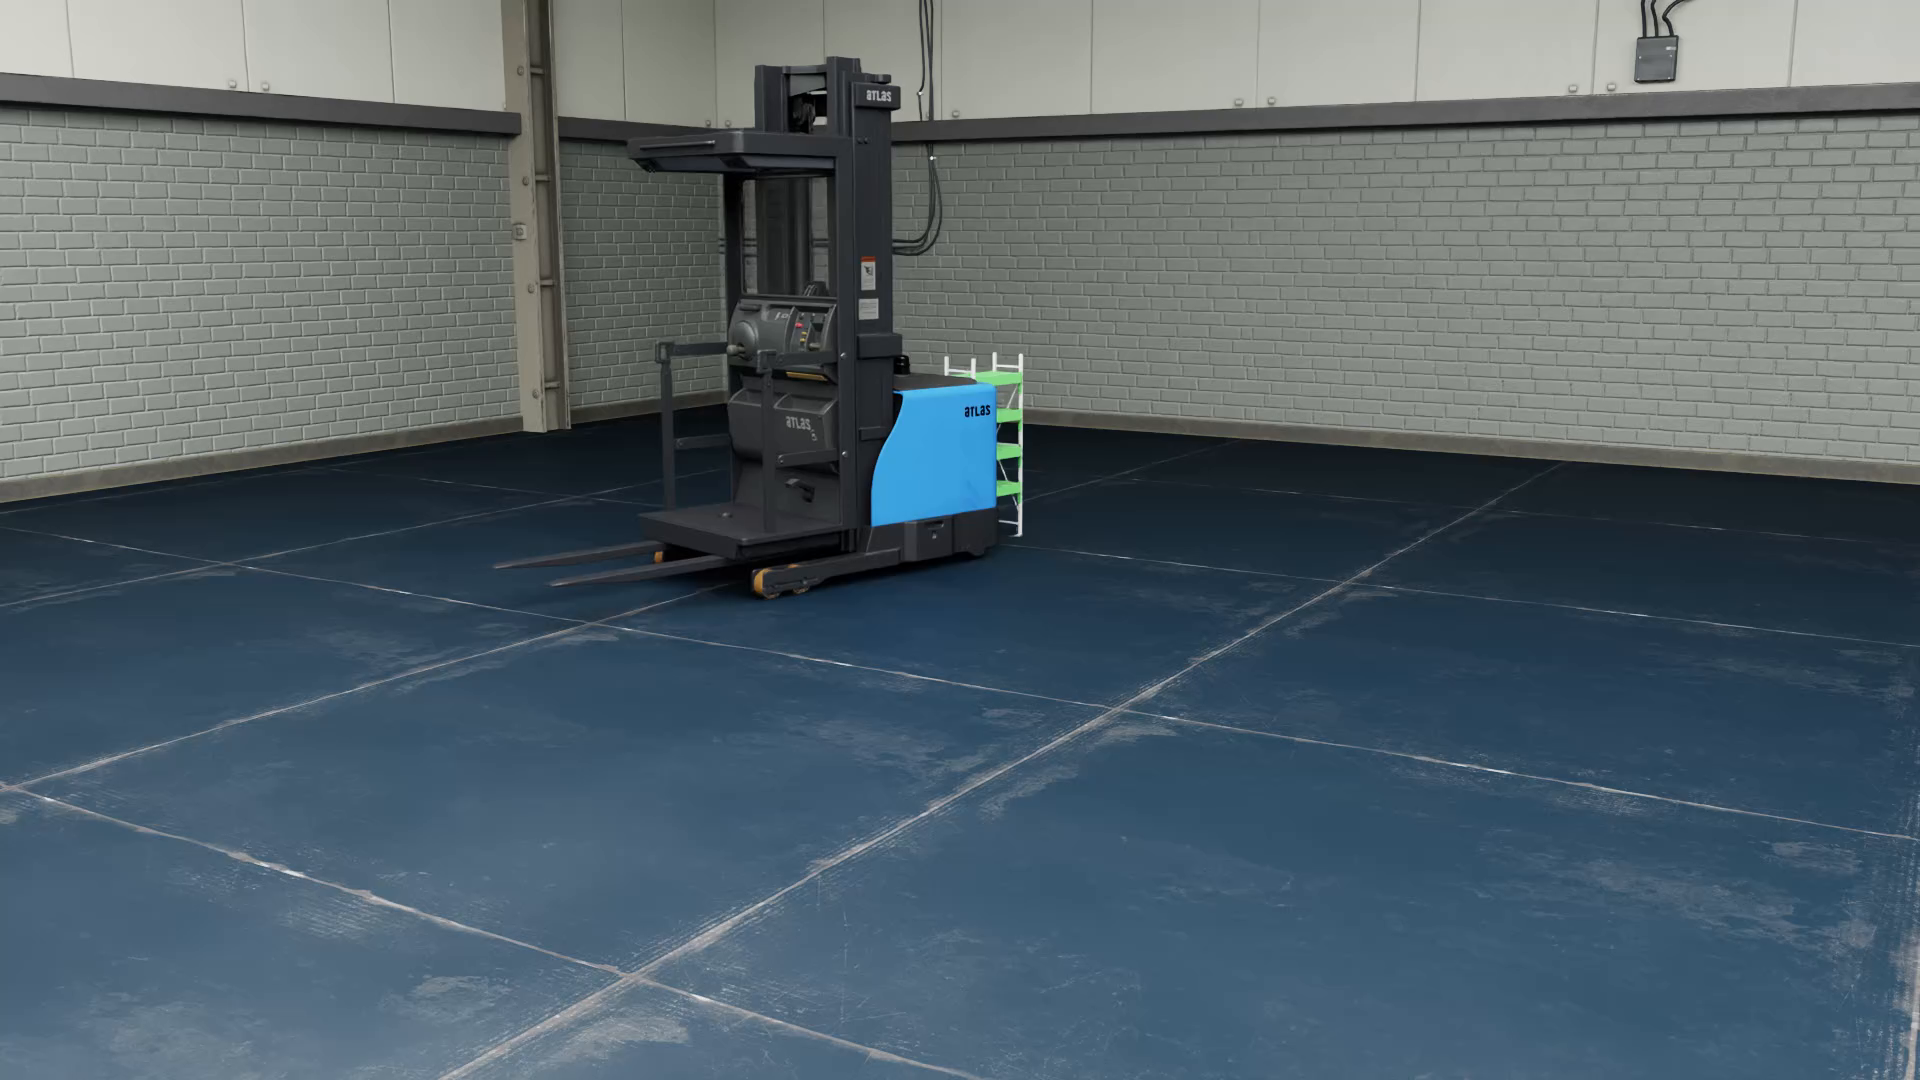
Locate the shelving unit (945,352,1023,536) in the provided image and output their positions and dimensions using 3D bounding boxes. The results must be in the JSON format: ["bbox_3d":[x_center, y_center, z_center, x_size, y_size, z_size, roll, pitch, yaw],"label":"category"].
[{"bbox_3d":[0.156,-0.594,10.783,0.258,1.200,0.503,9,14,39],"label":"shelving unit"}]

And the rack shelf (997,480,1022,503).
[{"bbox_3d":[0.156,-0.296,10.839,0.258,0.148,0.480,9,14,39],"label":"rack shelf"}]

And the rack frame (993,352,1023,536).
[{"bbox_3d":[0.313,-0.629,10.967,0.240,1.200,0.015,9,14,39],"label":"rack frame"}]

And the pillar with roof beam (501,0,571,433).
[{"bbox_3d":[-0.508,-5.130,13.815,9.100,9.000,0.400,6,12,31],"label":"pillar with roof beam"}]

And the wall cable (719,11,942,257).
[{"bbox_3d":[-1.528,-4.352,18.097,3.097,2.526,0.112,6,12,31],"label":"wall cable"}]

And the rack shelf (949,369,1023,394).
[{"bbox_3d":[0.156,-1.003,10.707,0.258,0.148,0.480,9,14,39],"label":"rack shelf"}]

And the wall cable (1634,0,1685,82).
[{"bbox_3d":[6.578,-6.640,12.641,2.305,6.003,0.169,6,12,31],"label":"wall cable"}]

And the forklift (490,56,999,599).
[{"bbox_3d":[-1.182,-1.225,9.448,3.031,2.935,1.130,-10,14,-42],"label":"forklift"}]

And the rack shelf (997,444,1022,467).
[{"bbox_3d":[0.156,-0.532,10.795,0.258,0.148,0.480,9,14,39],"label":"rack shelf"}]

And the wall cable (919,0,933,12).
[{"bbox_3d":[0.784,-6.576,16.252,3.097,2.526,0.112,6,12,31],"label":"wall cable"}]

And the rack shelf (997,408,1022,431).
[{"bbox_3d":[0.156,-0.768,10.751,0.258,0.148,0.480,9,14,39],"label":"rack shelf"}]

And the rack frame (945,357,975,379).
[{"bbox_3d":[-0.001,-0.560,10.599,0.240,1.200,0.015,9,14,39],"label":"rack frame"}]
